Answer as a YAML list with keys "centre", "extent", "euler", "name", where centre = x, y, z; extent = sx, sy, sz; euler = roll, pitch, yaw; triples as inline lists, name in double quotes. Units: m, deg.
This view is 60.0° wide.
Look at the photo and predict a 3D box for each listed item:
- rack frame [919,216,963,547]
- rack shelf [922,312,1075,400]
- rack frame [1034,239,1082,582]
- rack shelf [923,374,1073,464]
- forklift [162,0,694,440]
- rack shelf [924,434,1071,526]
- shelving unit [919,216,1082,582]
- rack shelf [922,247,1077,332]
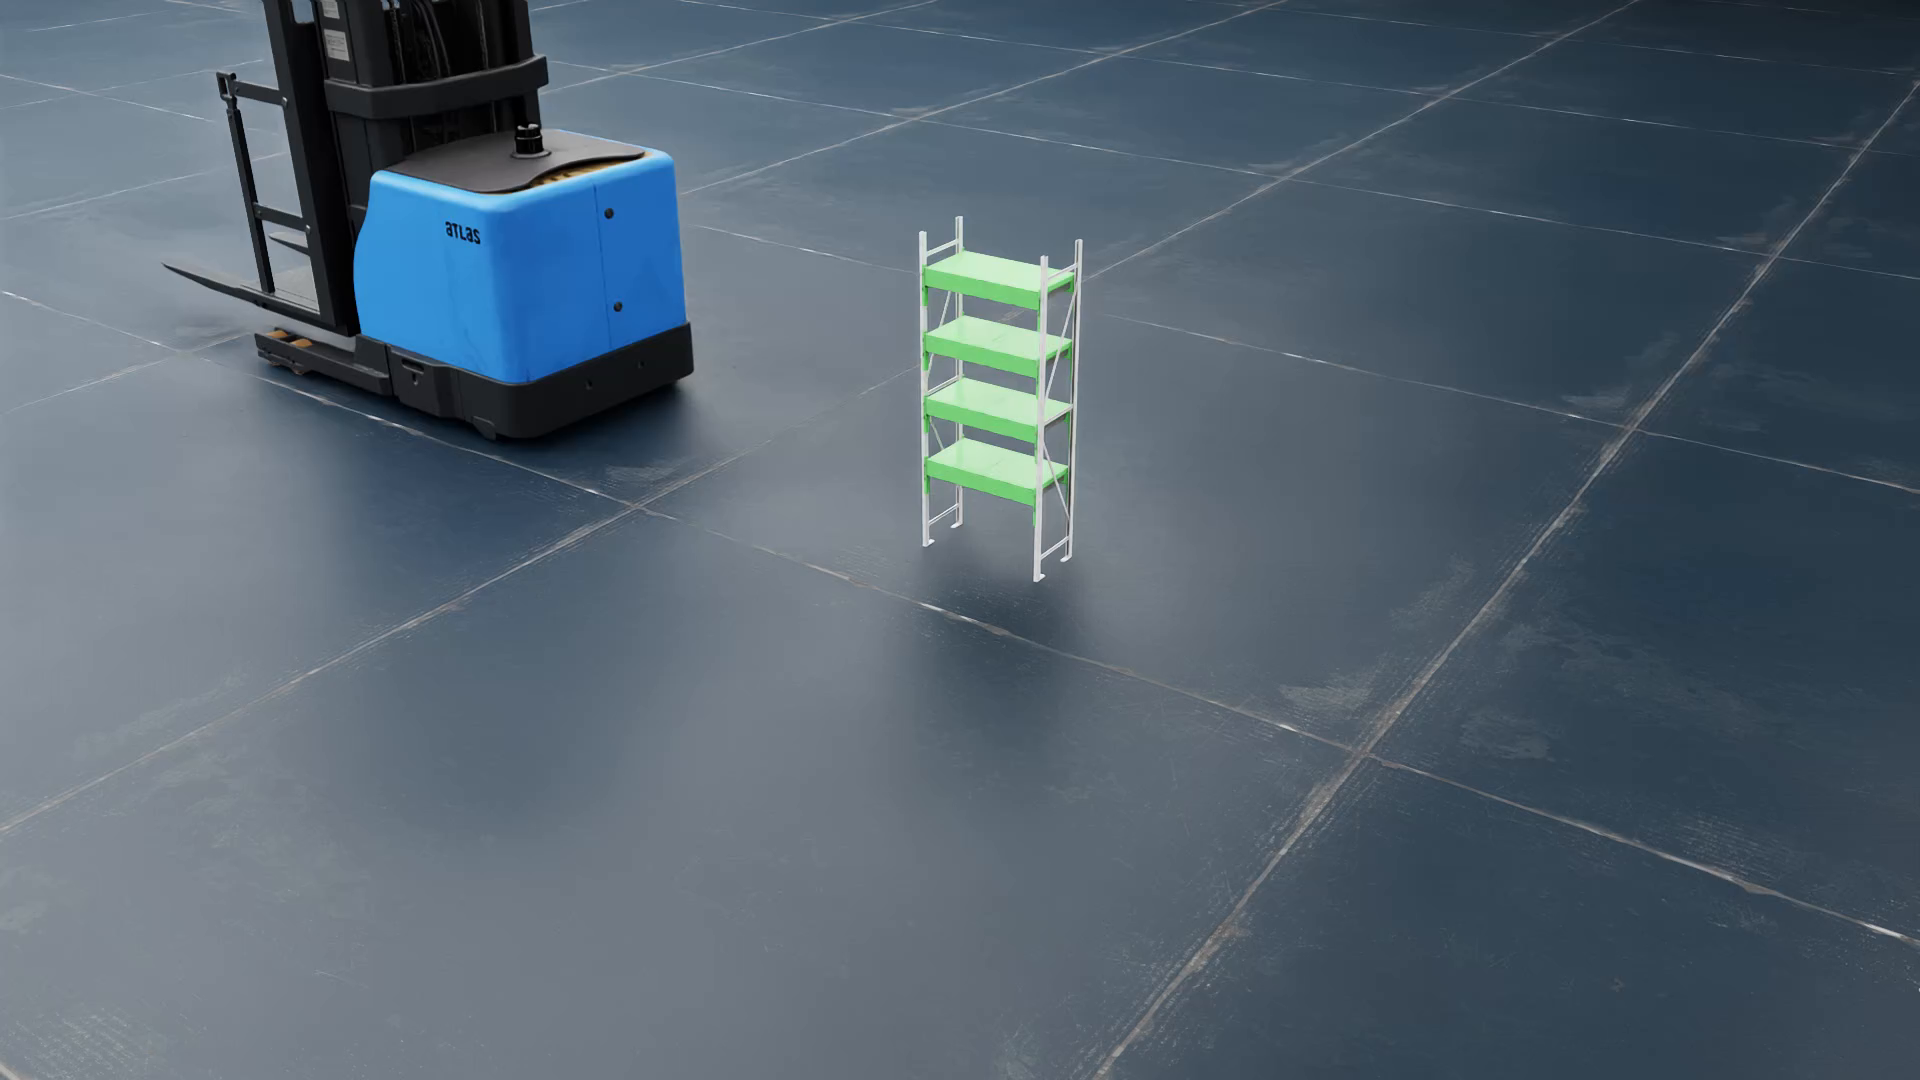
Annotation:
- centre: [-0.065, -0.555, 6.017]
  extent: [0.015, 1.200, 0.240]
  euler: [17, 32, 30]
  name: "rack frame"
- centre: [0.136, -0.649, 5.814]
  extent: [0.480, 0.148, 0.258]
  euler: [17, 32, 30]
  name: "rack shelf"
- centre: [0.338, -0.430, 5.771]
  extent: [0.015, 1.200, 0.240]
  euler: [17, 32, 30]
  name: "rack frame"
- centre: [0.136, -0.435, 5.923]
  extent: [0.480, 0.148, 0.258]
  euler: [17, 32, 30]
  name: "rack shelf"
- centre: [-2.701, -2.247, 7.433]
  extent: [3.031, 2.935, 1.130]
  euler: [19, 32, 32]
  name: "forklift"
- centre: [0.136, -0.221, 6.032]
  extent: [0.480, 0.148, 0.258]
  euler: [17, 32, 30]
  name: "rack shelf"
- centre: [0.136, -0.492, 5.894]
  extent: [0.503, 1.200, 0.258]
  euler: [17, 32, 30]
  name: "shelving unit"
- centre: [0.136, -0.863, 5.706]
  extent: [0.480, 0.148, 0.258]
  euler: [17, 32, 30]
  name: "rack shelf"
